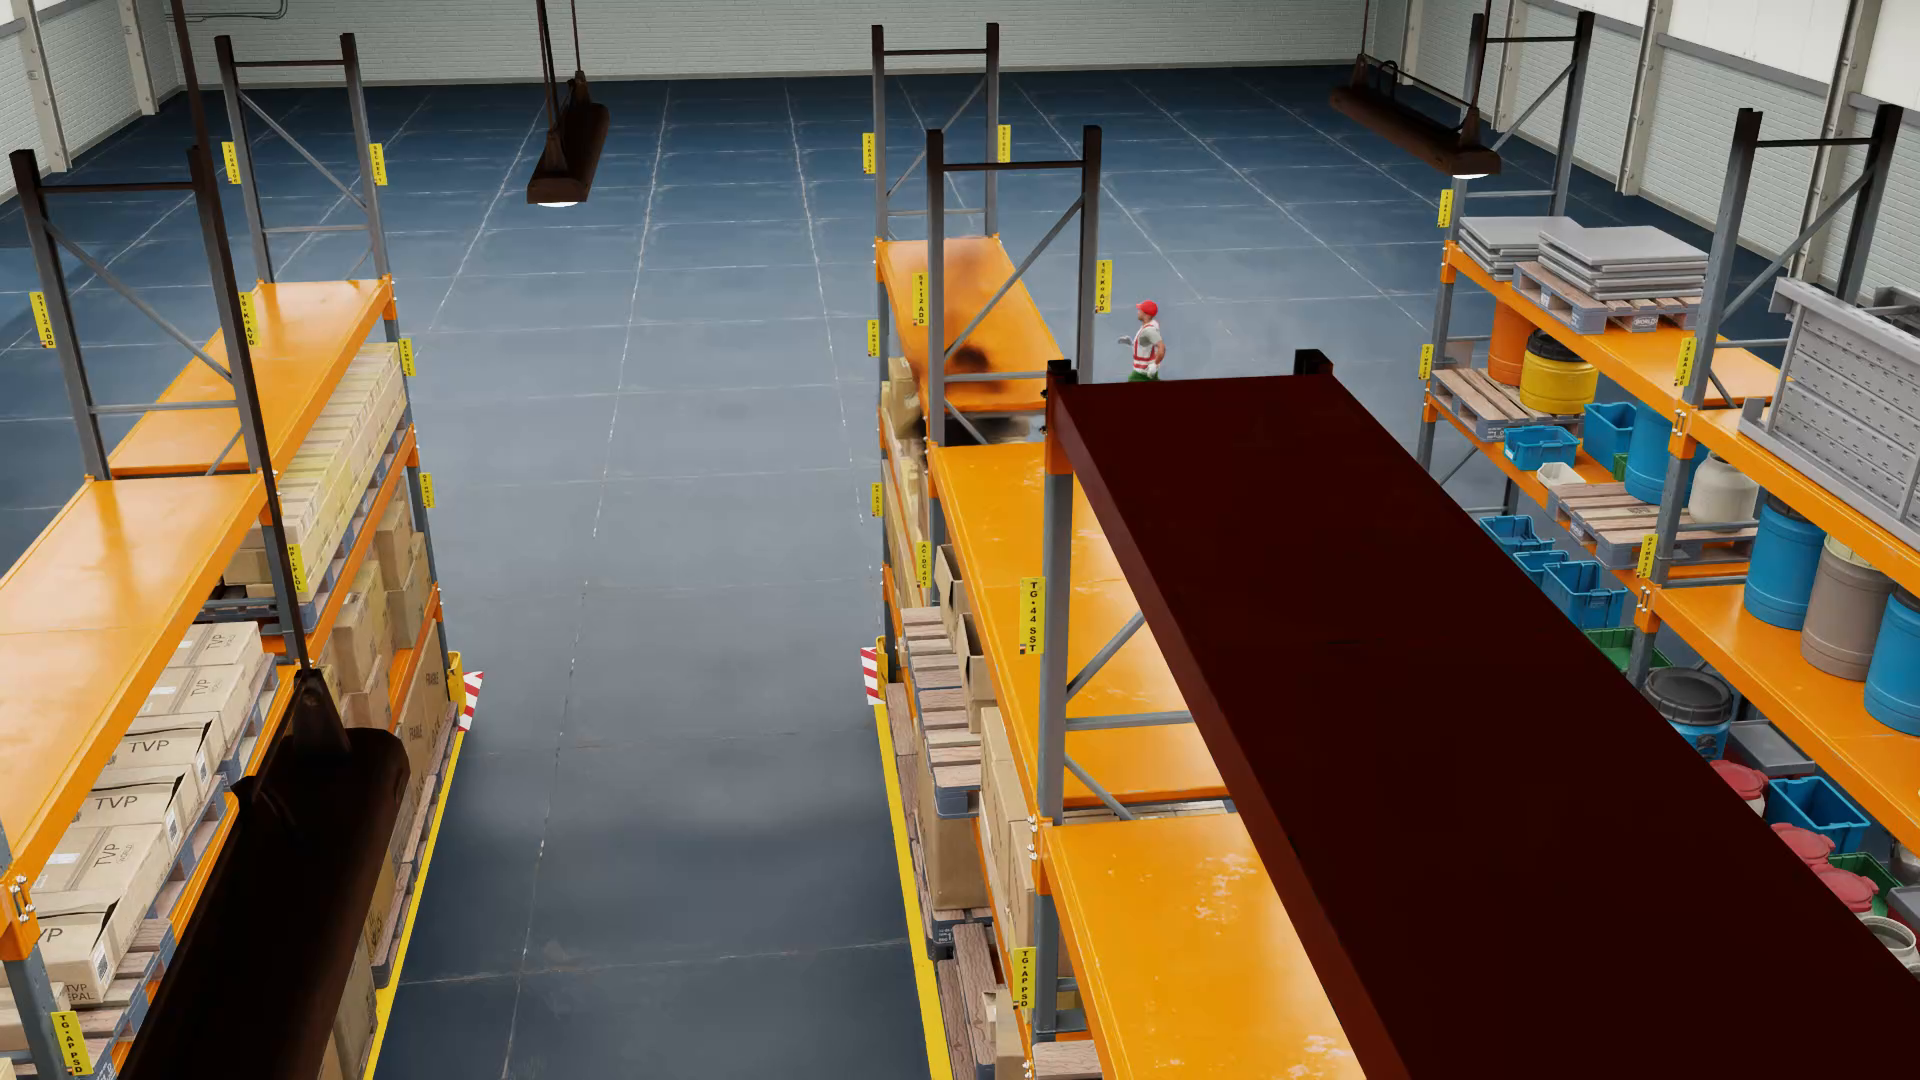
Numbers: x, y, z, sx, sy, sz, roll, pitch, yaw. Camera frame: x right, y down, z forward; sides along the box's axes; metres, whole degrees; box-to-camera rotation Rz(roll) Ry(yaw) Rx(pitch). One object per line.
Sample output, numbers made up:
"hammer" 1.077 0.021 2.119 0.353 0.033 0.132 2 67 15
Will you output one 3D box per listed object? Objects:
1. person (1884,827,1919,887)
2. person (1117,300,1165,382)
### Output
"person" 6.818 2.238 11.848 0.628 1.670 0.536 -1 26 -2
"person" 2.340 -2.102 20.834 0.819 1.860 0.649 9 27 18
